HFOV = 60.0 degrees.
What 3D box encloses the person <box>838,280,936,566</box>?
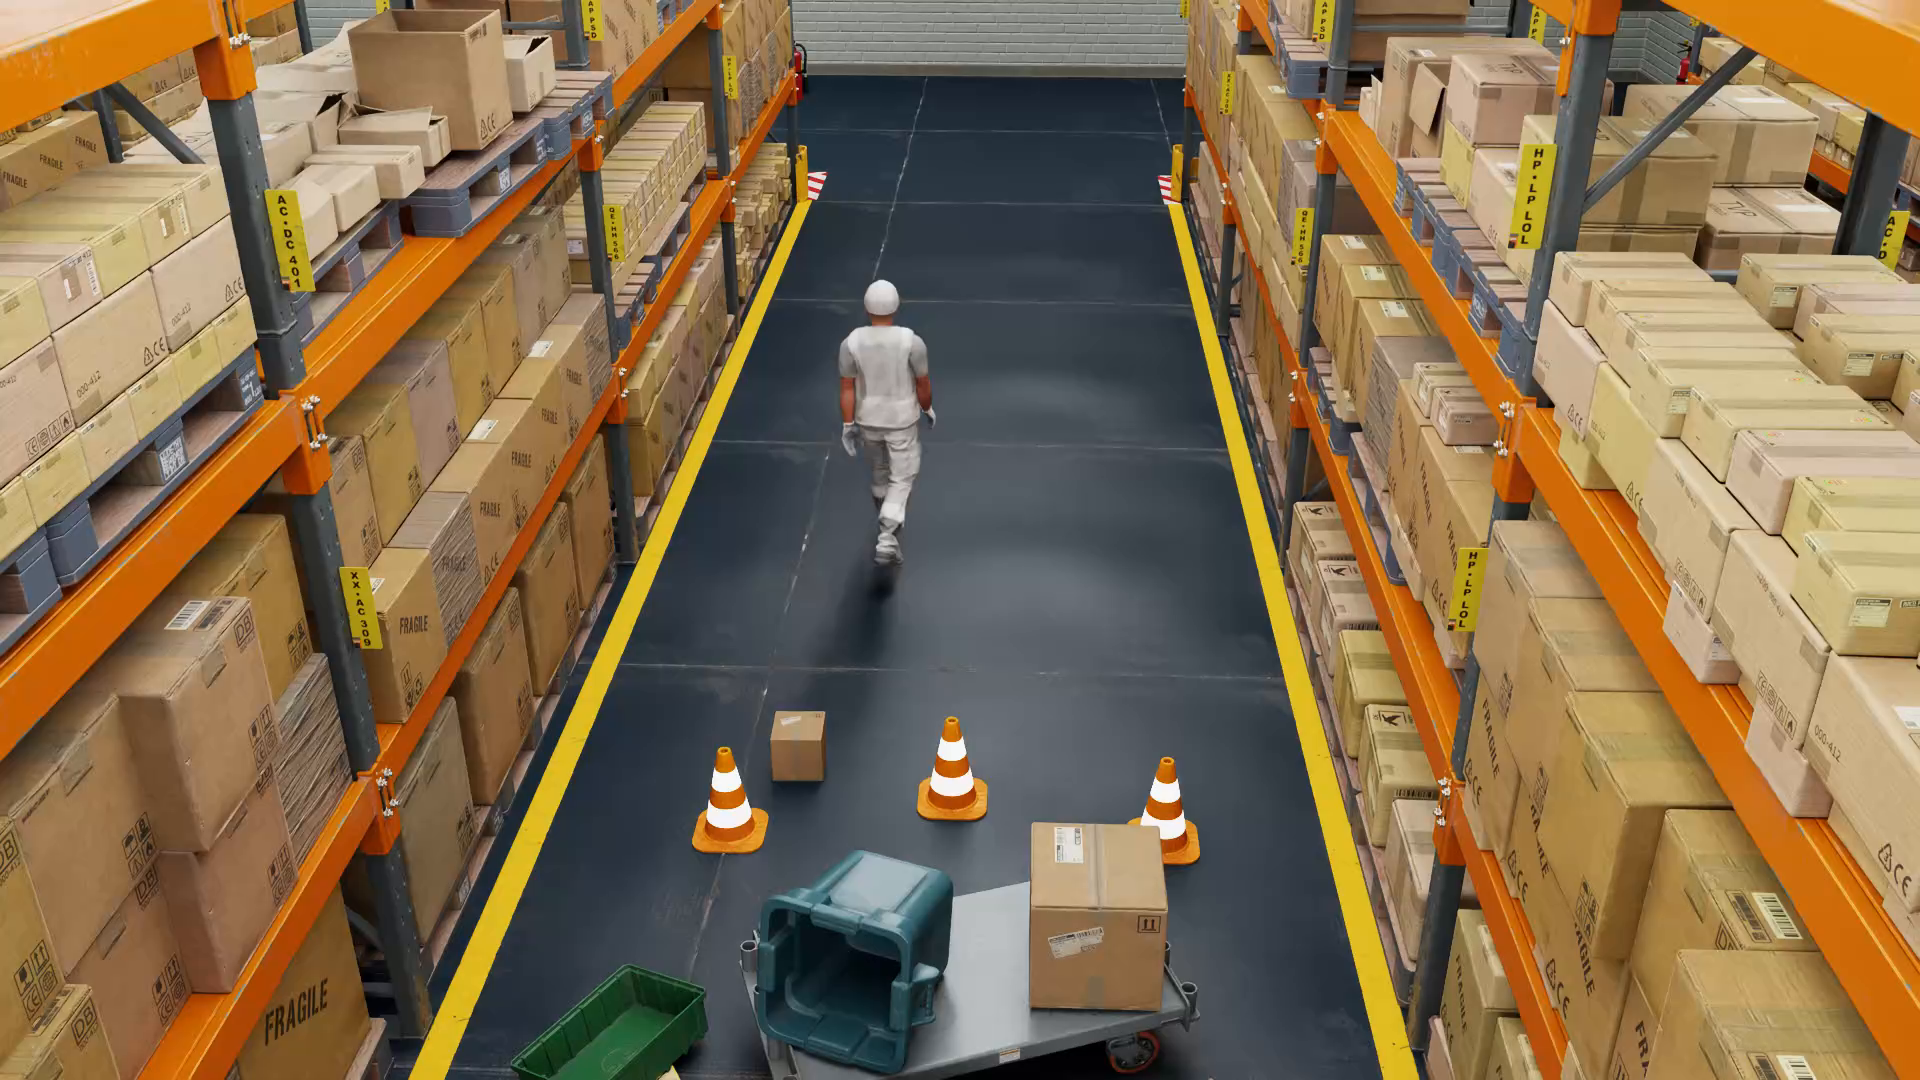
[{"bbox_3d":[-0.437,-0.723,9.967,0.529,1.747,1.036,6,28,11],"label":"person"}]
